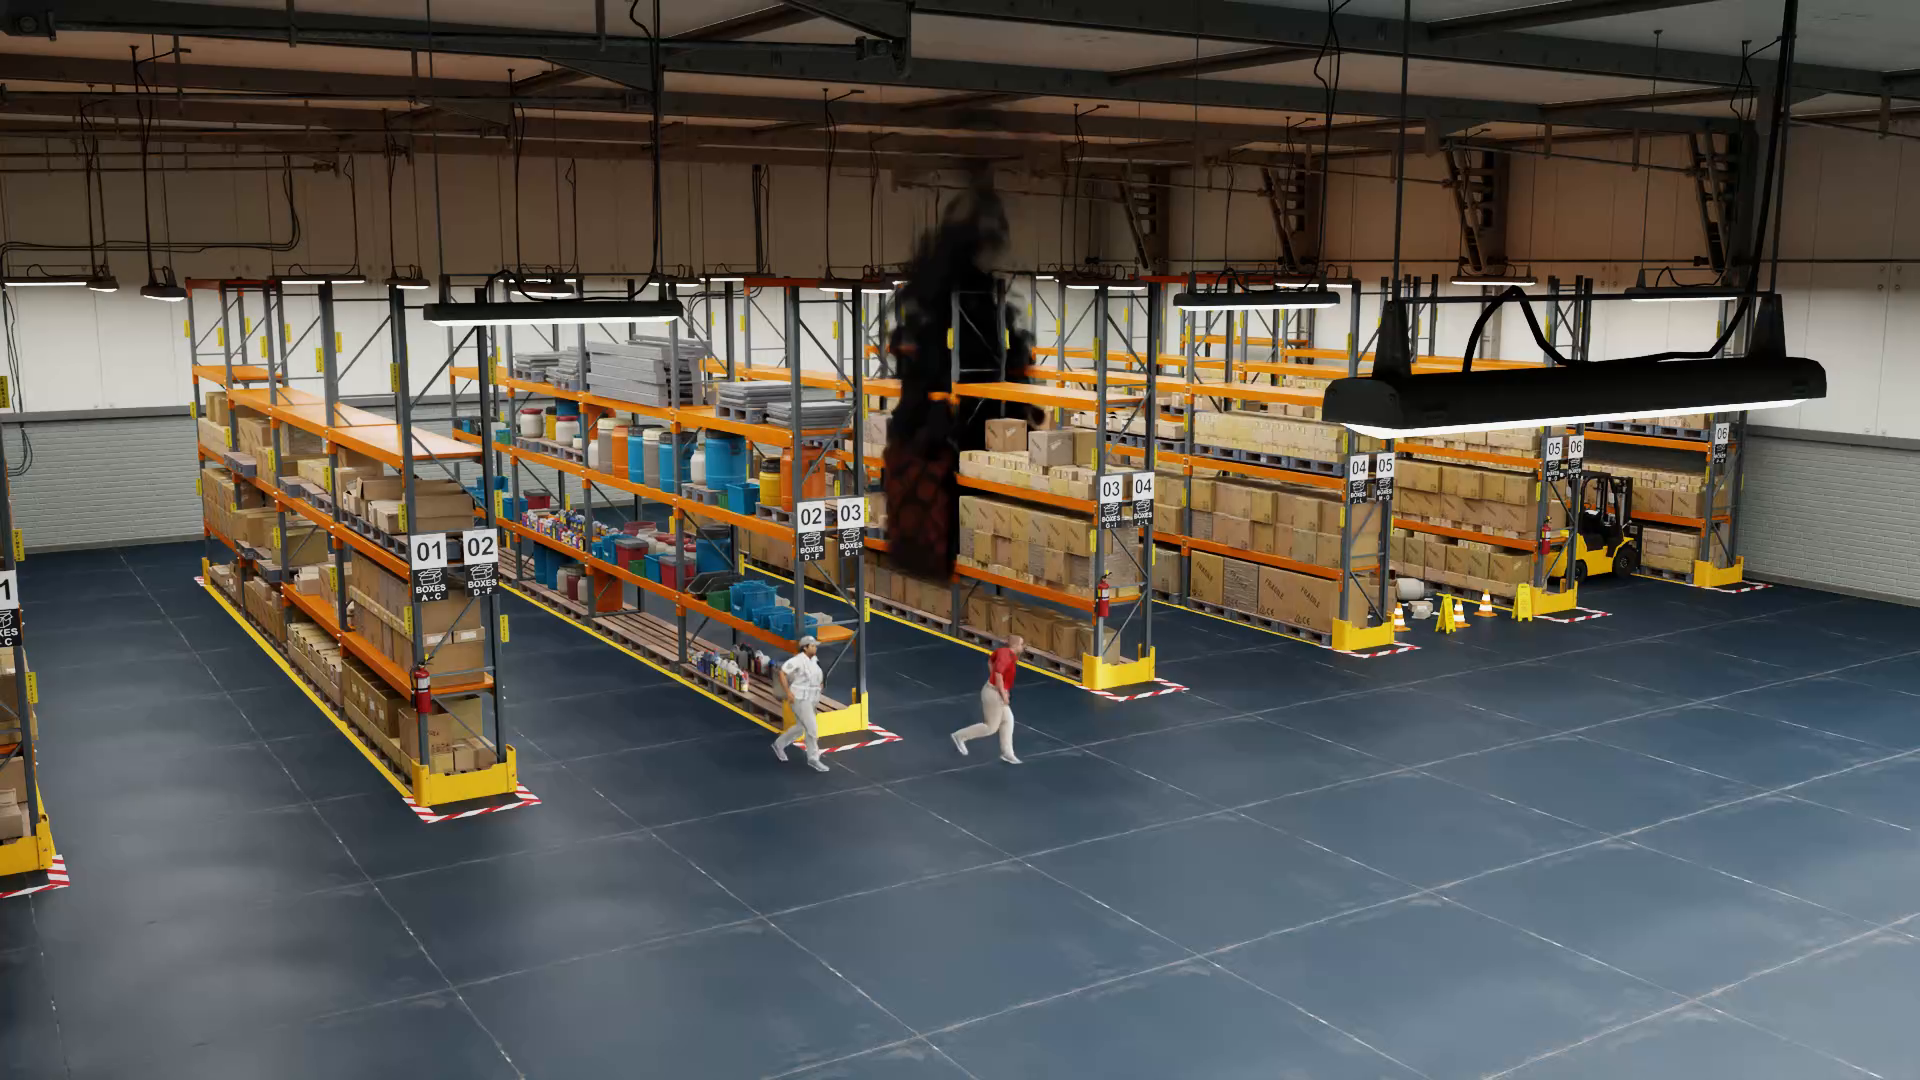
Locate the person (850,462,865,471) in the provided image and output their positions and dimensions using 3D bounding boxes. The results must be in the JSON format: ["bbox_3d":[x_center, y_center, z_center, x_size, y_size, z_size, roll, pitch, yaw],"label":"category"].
[{"bbox_3d":[-2.594,-1.497,41.848,0.590,1.680,0.723,-4,10,-20],"label":"person"}]

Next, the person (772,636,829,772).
[{"bbox_3d":[-1.956,2.028,21.026,0.871,1.646,0.642,5,11,25],"label":"person"}]

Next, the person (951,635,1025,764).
[{"bbox_3d":[0.350,2.040,21.088,0.947,1.704,0.674,-2,10,-9],"label":"person"}]
